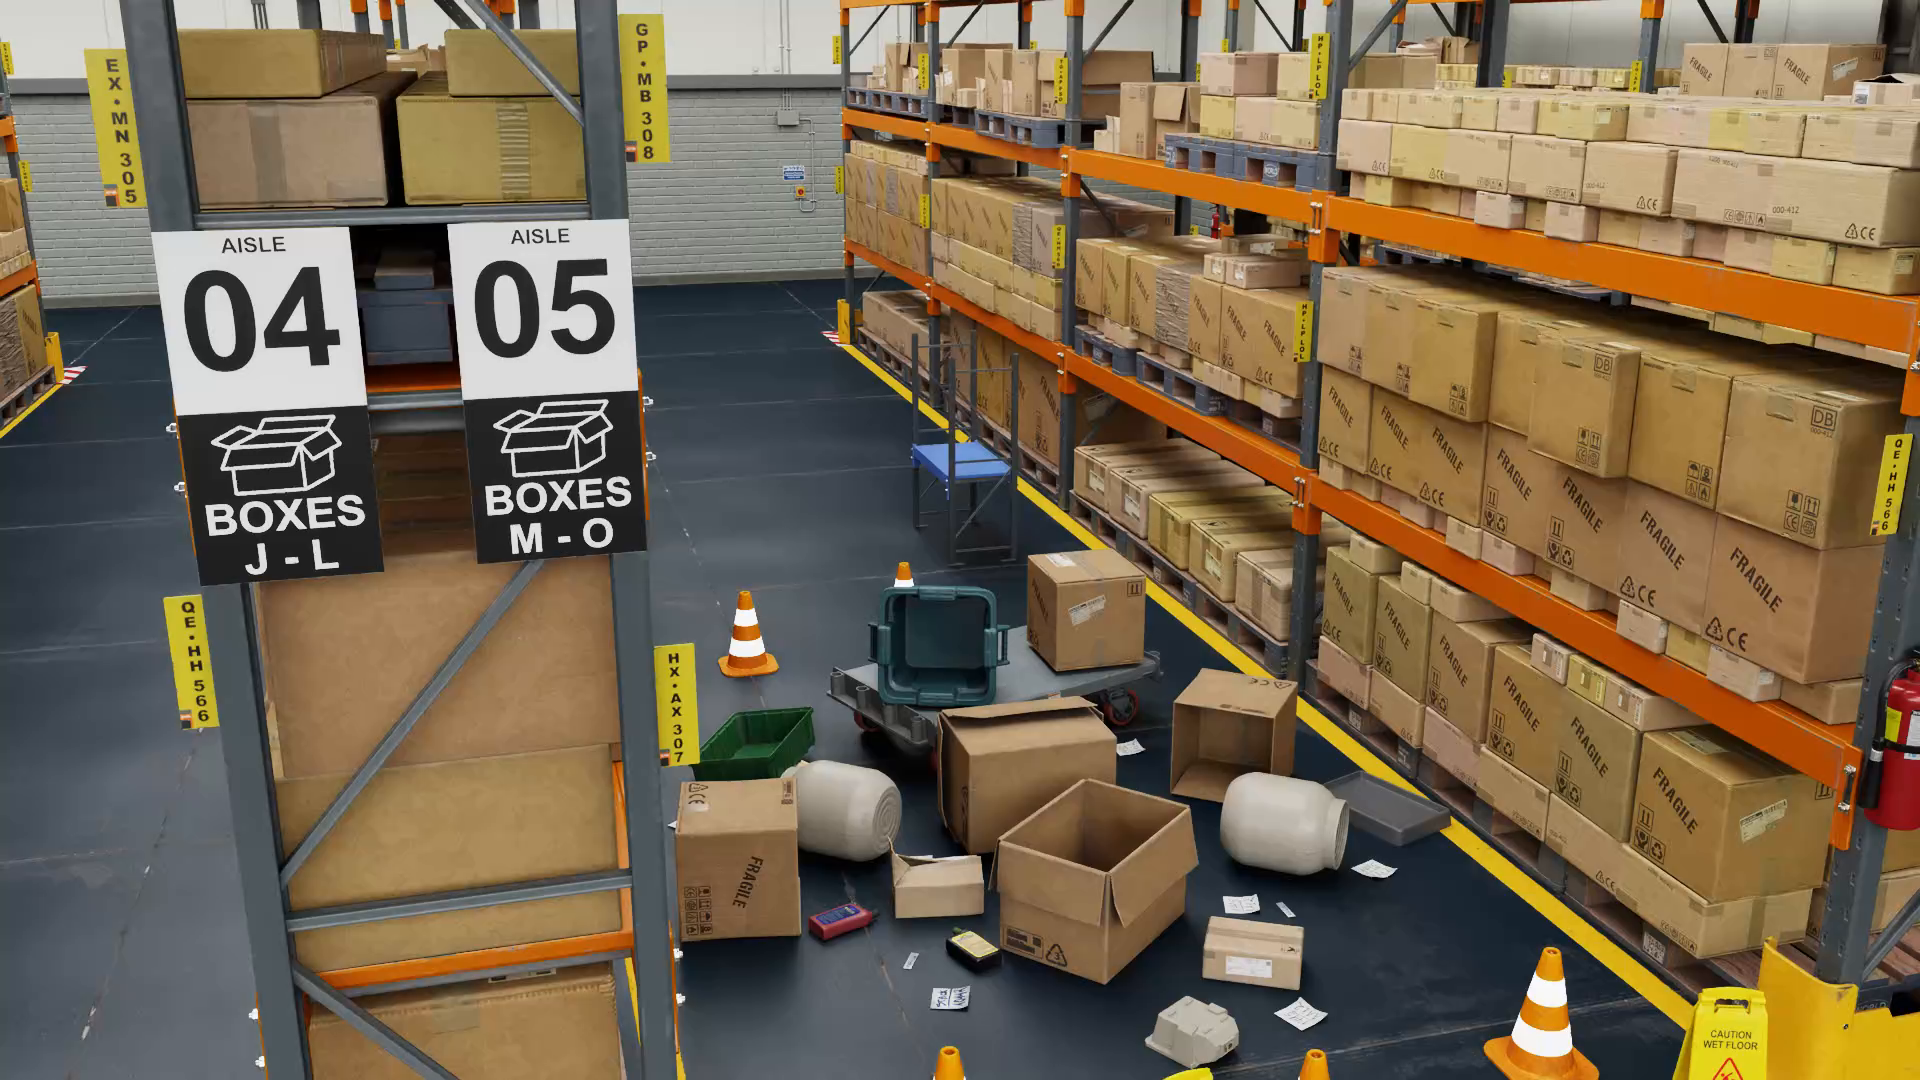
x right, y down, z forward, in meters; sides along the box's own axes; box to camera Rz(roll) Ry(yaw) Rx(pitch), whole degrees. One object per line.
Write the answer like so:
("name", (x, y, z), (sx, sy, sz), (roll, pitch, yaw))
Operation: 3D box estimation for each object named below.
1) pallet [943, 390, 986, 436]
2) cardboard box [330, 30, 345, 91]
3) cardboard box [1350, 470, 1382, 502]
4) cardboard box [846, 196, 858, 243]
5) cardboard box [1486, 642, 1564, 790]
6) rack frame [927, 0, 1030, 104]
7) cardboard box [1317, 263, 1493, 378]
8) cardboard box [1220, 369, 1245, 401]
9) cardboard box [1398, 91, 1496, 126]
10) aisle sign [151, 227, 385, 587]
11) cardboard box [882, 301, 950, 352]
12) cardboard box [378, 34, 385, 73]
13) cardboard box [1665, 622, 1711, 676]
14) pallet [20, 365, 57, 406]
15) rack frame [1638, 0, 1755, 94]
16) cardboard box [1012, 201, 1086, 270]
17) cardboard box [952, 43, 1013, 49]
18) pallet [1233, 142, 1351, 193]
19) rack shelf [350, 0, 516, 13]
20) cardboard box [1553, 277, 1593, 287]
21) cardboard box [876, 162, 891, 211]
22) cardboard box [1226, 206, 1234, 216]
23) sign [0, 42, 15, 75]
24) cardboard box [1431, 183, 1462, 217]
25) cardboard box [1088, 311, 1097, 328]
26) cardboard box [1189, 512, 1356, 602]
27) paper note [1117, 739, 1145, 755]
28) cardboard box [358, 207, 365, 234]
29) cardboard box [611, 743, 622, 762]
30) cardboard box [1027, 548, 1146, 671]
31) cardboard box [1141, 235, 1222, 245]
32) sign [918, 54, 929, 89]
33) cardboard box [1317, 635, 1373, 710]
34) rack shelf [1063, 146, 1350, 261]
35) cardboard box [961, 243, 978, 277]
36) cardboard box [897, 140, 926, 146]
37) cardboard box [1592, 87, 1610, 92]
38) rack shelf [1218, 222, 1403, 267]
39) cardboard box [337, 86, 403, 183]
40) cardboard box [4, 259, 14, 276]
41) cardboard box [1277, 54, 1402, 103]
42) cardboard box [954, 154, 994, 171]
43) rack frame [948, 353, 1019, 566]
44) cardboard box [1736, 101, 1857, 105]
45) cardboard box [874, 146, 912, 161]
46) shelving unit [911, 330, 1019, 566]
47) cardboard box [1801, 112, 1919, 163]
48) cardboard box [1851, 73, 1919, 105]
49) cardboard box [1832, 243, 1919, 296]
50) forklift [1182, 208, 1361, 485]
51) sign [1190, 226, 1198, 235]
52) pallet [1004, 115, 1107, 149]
("pallet", (0.468, -1.282, 16.354), (1.003, 0.211, 1.213), (-5, 17, -15))
("cardboard box", (-1.807, -1.240, 4.299), (0.380, 0.149, 0.250), (-4, 17, -14))
("cardboard box", (2.280, -0.314, 8.719), (0.380, 0.149, 0.250), (-4, 17, -14))
("cardboard box", (-1.060, -3.824, 19.795), (0.500, 0.500, 0.500), (-5, 17, -16))
("cardboard box", (2.732, 0.766, 7.436), (0.500, 0.500, 0.500), (-5, 17, -17))
("rack frame", (0.184, -5.698, 15.780), (1.000, 3.000, 0.127), (-5, 17, -15))
("cardboard box", (2.295, -1.143, 8.613), (0.700, 0.500, 0.500), (-5, 17, -16))
("cardboard box", (1.814, -0.956, 10.129), (0.380, 0.149, 0.250), (-5, 17, -16))
("cardboard box", (2.318, -2.054, 7.913), (0.380, 0.149, 0.250), (-5, 18, -17))
("aisle sign", (-1.519, -0.288, 3.679), (0.394, 0.787, 0.004), (-5, 17, -15))
("cardboard box", (-0.379, -2.478, 19.213), (0.875, 0.438, 0.875), (-4, 17, -14))
("cardboard box", (-2.505, -1.942, 6.636), (0.380, 0.149, 0.250), (-5, 17, -16))
("cardboard box", (2.947, 0.394, 6.363), (0.380, 0.149, 0.250), (-5, 17, -16))
("pallet", (-10.149, -1.598, 17.404), (1.003, 0.211, 1.213), (-5, 17, -15))
("rack frame", (6.054, -4.985, 13.406), (1.000, 3.000, 0.127), (-5, 17, -15))
("cardboard box", (0.740, -2.509, 13.679), (0.500, 0.500, 0.500), (-4, 17, -14))
("cardboard box", (0.224, -4.738, 16.719), (0.500, 0.500, 0.500), (-4, 17, -14))
("pallet", (2.315, -2.138, 9.468), (1.213, 0.211, 1.003), (-5, 17, -15))
("rack shelf", (-2.899, -3.083, 9.020), (1.077, 0.370, 4.000), (-5, 17, -15))
("cardboard box", (5.505, -2.344, 14.749), (0.380, 0.149, 0.250), (-4, 17, -14))
("cardboard box", (-0.622, -3.881, 18.246), (0.500, 0.500, 0.500), (-5, 17, -15))
("cardboard box", (3.721, -4.249, 21.126), (0.500, 0.250, 0.500), (-5, 17, -15))
("sign", (-9.919, -5.010, 17.301), (0.100, 0.325, 0.005), (-5, 17, -15))
("cardboard box", (2.455, -1.614, 7.833), (0.380, 0.149, 0.250), (-4, 17, -14))
("cardboard box", (1.193, -1.695, 12.587), (0.380, 0.149, 0.250), (-6, 18, -18))
("cardboard box", (2.035, 0.102, 10.737), (0.950, 0.372, 0.625), (-4, 17, -12))
("paper note", (0.887, 1.091, 8.766), (0.148, 0.019, 0.142), (-5, 17, -15))
("cardboard box", (-1.876, -0.928, 4.645), (0.380, 0.149, 0.250), (-5, 17, -15))
("cardboard box", (-1.601, 0.427, 5.555), (0.875, 0.550, 0.550), (-5, 17, -15))
("cardboard box", (0.679, 0.371, 9.031), (0.500, 0.500, 0.500), (-5, 17, -15))
("cardboard box", (1.675, -2.006, 12.497), (0.500, 0.500, 0.500), (-5, 17, -17))
("sign", (-0.350, -4.503, 15.978), (0.100, 0.325, 0.005), (-5, 17, -15))
("cardboard box", (2.285, 0.688, 8.997), (0.500, 0.250, 0.500), (-6, 18, -18))
("rack shelf", (1.832, -2.258, 10.790), (1.077, 0.370, 4.000), (-5, 17, -15))
("cardboard box", (0.317, -2.565, 15.169), (0.500, 0.250, 0.500), (-4, 17, -15))
("cardboard box", (-0.532, -4.617, 19.570), (0.380, 0.149, 0.250), (-4, 17, -14))
("cardboard box", (5.673, -3.820, 14.309), (0.380, 0.149, 0.250), (-5, 17, -17))
("rack shelf", (4.405, -3.427, 19.898), (1.077, 0.370, 4.000), (-5, 17, -15))
("cardboard box", (-1.790, -1.094, 4.507), (0.500, 0.250, 0.500), (-5, 17, -15))
("cardboard box", (-9.821, -2.745, 16.811), (0.380, 0.149, 0.250), (-4, 17, -14))
("cardboard box", (2.100, -2.568, 9.234), (0.500, 0.250, 0.500), (-4, 17, -14))
("cardboard box", (0.150, -3.907, 17.207), (0.380, 0.149, 0.250), (-5, 17, -16))
("rack frame", (0.163, -0.554, 11.690), (0.500, 1.500, 0.032), (-5, 17, -15))
("cardboard box", (3.335, -1.676, 6.654), (0.380, 0.149, 0.250), (-4, 17, -14))
("cardboard box", (-0.742, -4.289, 18.477), (0.380, 0.149, 0.250), (-5, 17, -15))
("shelving unit", (0.023, -0.695, 12.158), (0.538, 1.500, 1.048), (-5, 17, -15))
("cardboard box", (3.071, -1.349, 5.564), (0.380, 0.149, 0.250), (-4, 17, -14))
("cardboard box", (6.509, -3.042, 11.402), (0.500, 0.311, 0.500), (-5, 18, -17))
("cardboard box", (3.114, -0.899, 5.452), (0.380, 0.149, 0.250), (-5, 17, -15))
("forklift", (2.967, -1.991, 13.984), (1.130, 2.935, 3.031), (-5, 18, -17))
("sign", (1.802, -2.281, 12.956), (0.100, 0.325, 0.005), (-5, 17, -15))
("pallet", (1.055, -3.239, 13.134), (1.213, 0.211, 1.003), (-4, 17, -13))
